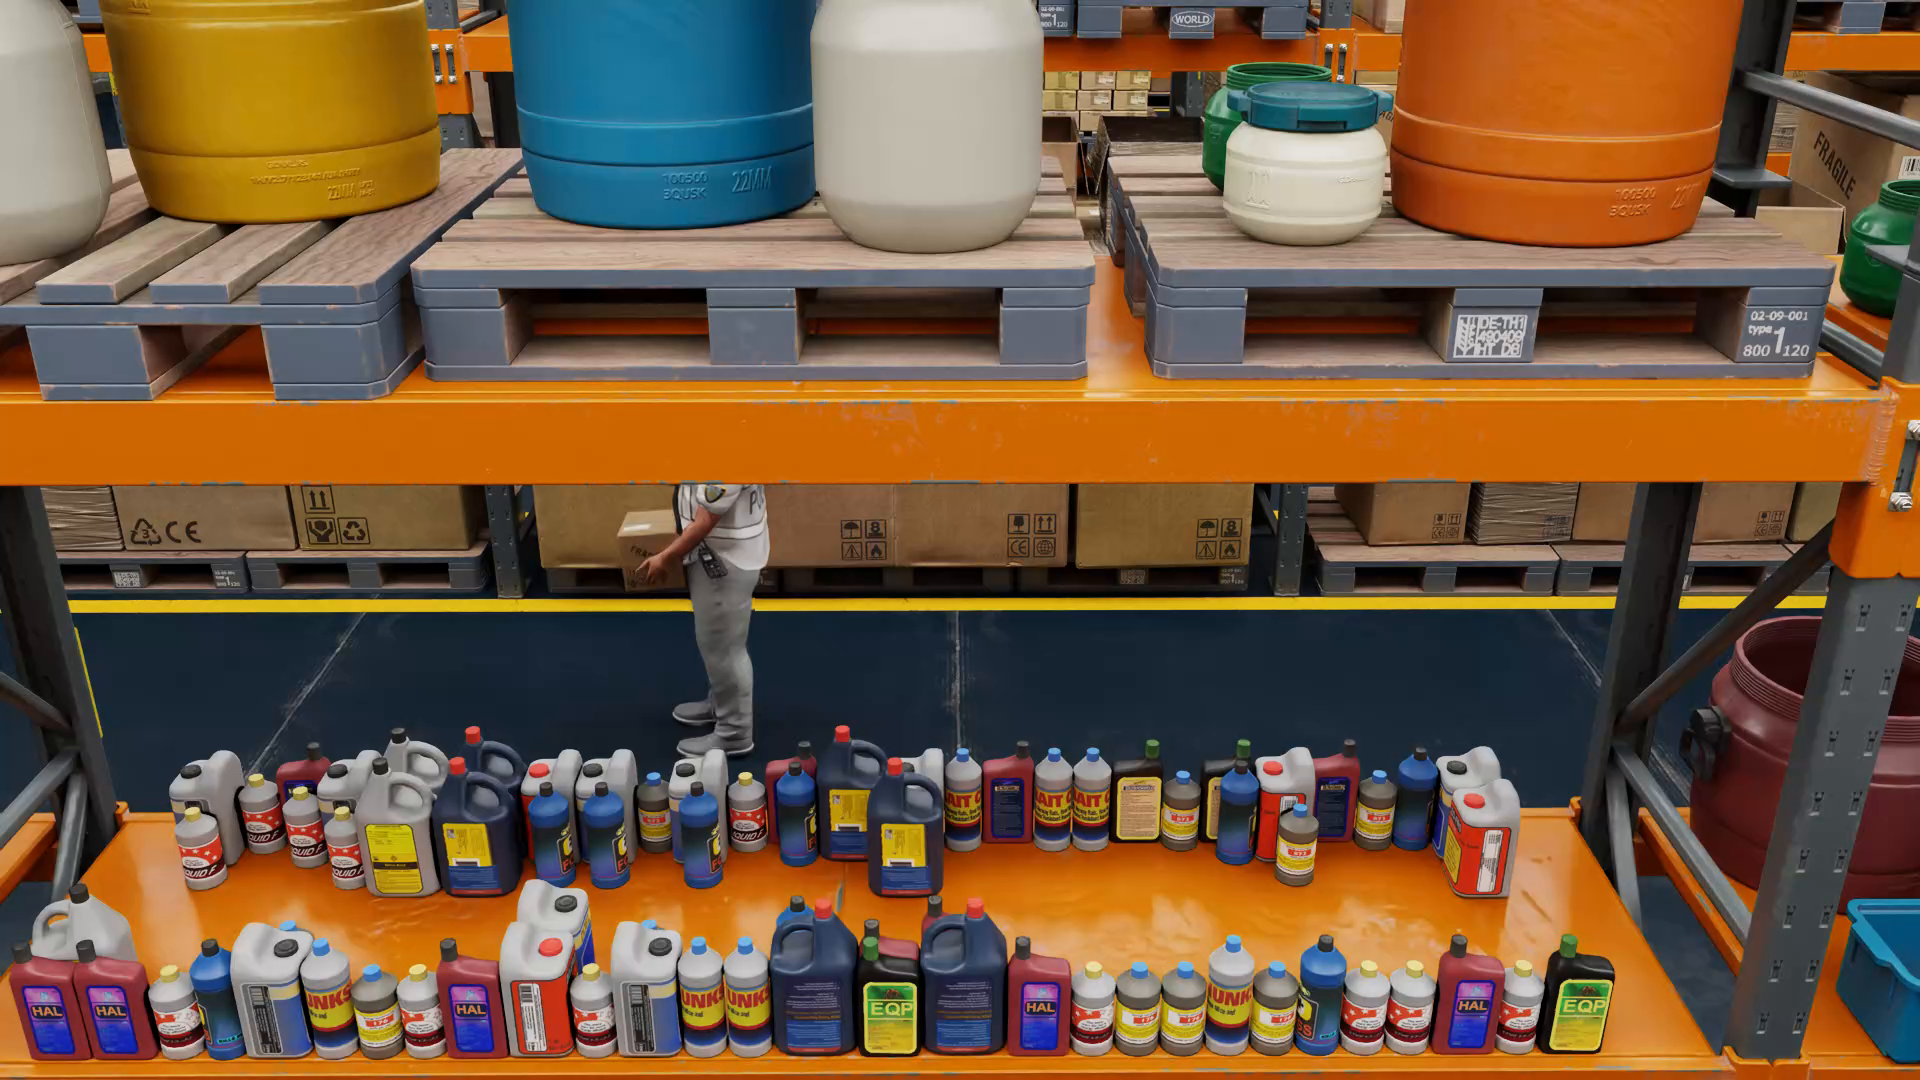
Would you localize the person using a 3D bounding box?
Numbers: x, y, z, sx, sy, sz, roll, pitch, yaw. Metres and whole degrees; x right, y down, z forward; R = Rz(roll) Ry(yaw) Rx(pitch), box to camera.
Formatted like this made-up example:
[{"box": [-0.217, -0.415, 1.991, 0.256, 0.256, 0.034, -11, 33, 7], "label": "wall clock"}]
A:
[{"box": [-1.043, 0.064, 6.904, 0.538, 1.786, 0.537, 0, 24, -1], "label": "person"}]
